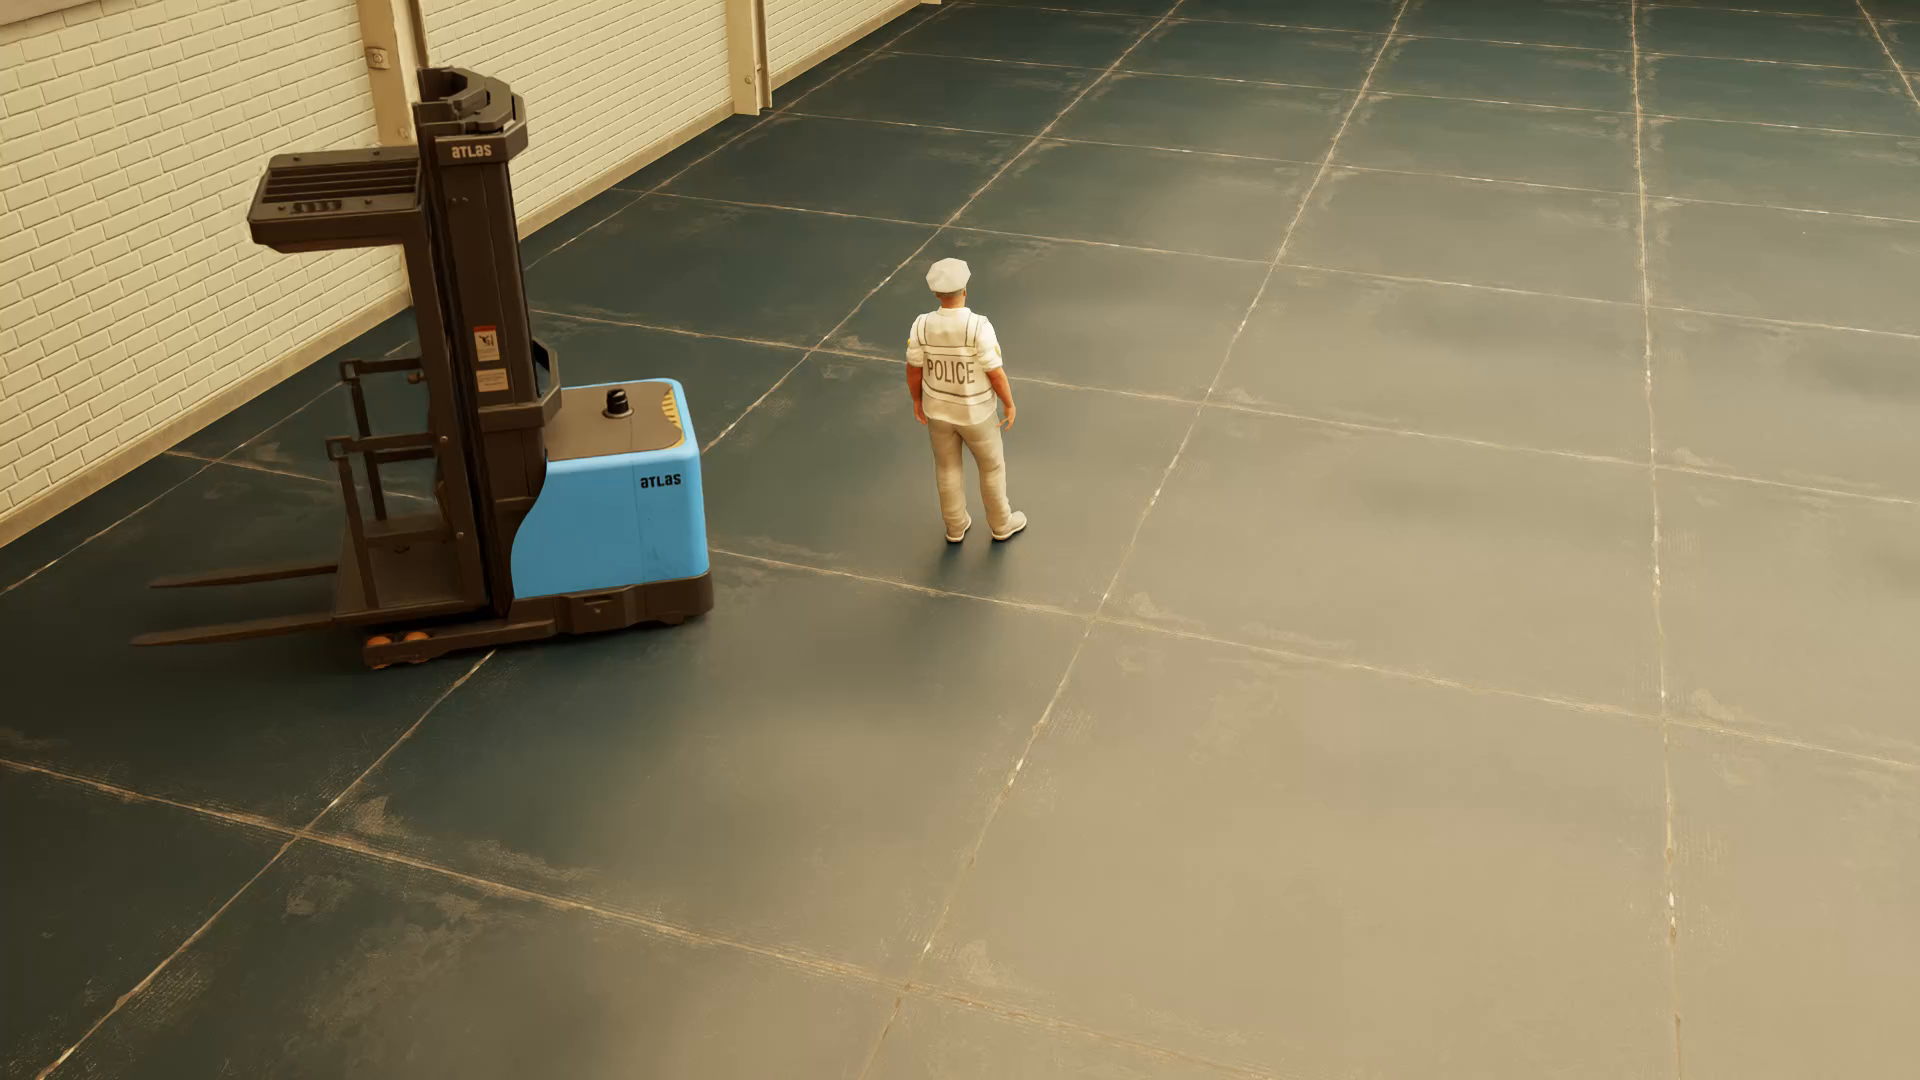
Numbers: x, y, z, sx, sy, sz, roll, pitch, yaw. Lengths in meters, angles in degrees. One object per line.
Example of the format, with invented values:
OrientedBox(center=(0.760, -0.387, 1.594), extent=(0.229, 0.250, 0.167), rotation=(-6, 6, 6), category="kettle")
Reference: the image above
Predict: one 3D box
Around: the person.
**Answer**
OrientedBox(center=(0.036, -0.815, 9.711), extent=(0.640, 1.781, 0.575), rotation=(10, 31, 16), category="person")

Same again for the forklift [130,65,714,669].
OrientedBox(center=(-2.951, -0.876, 8.673), extent=(3.031, 2.935, 1.130), rotation=(-7, 30, -12), category="forklift")
